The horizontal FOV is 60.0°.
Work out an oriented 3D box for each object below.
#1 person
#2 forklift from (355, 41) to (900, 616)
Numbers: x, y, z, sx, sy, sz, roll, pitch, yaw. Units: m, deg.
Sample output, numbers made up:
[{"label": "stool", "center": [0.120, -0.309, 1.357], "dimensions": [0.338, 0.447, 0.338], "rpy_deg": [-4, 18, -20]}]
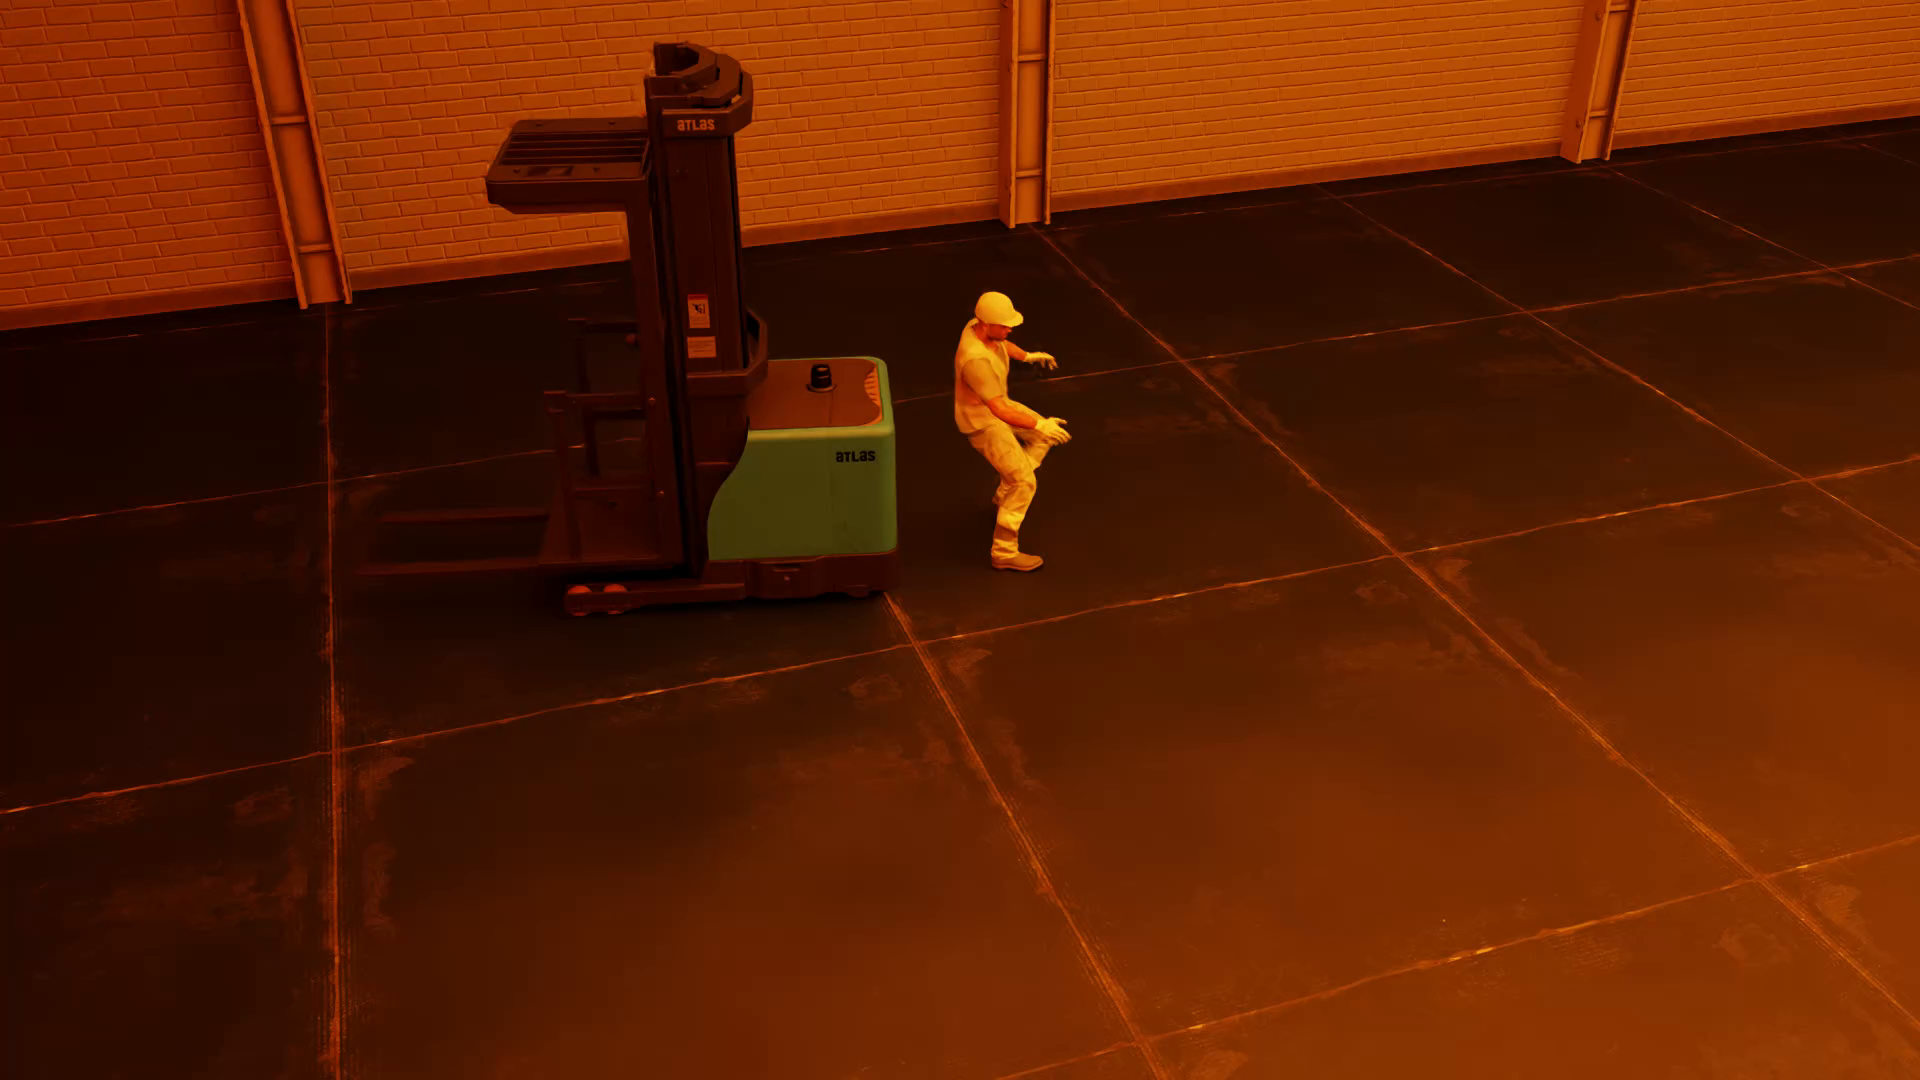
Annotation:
[{"label": "person", "center": [0.328, -0.732, 9.706], "dimensions": [0.716, 1.595, 0.925], "rpy_deg": [4, 30, 8]}, {"label": "forklift", "center": [-1.887, -1.122, 9.036], "dimensions": [3.031, 2.935, 1.130], "rpy_deg": [-3, 30, -4]}]
